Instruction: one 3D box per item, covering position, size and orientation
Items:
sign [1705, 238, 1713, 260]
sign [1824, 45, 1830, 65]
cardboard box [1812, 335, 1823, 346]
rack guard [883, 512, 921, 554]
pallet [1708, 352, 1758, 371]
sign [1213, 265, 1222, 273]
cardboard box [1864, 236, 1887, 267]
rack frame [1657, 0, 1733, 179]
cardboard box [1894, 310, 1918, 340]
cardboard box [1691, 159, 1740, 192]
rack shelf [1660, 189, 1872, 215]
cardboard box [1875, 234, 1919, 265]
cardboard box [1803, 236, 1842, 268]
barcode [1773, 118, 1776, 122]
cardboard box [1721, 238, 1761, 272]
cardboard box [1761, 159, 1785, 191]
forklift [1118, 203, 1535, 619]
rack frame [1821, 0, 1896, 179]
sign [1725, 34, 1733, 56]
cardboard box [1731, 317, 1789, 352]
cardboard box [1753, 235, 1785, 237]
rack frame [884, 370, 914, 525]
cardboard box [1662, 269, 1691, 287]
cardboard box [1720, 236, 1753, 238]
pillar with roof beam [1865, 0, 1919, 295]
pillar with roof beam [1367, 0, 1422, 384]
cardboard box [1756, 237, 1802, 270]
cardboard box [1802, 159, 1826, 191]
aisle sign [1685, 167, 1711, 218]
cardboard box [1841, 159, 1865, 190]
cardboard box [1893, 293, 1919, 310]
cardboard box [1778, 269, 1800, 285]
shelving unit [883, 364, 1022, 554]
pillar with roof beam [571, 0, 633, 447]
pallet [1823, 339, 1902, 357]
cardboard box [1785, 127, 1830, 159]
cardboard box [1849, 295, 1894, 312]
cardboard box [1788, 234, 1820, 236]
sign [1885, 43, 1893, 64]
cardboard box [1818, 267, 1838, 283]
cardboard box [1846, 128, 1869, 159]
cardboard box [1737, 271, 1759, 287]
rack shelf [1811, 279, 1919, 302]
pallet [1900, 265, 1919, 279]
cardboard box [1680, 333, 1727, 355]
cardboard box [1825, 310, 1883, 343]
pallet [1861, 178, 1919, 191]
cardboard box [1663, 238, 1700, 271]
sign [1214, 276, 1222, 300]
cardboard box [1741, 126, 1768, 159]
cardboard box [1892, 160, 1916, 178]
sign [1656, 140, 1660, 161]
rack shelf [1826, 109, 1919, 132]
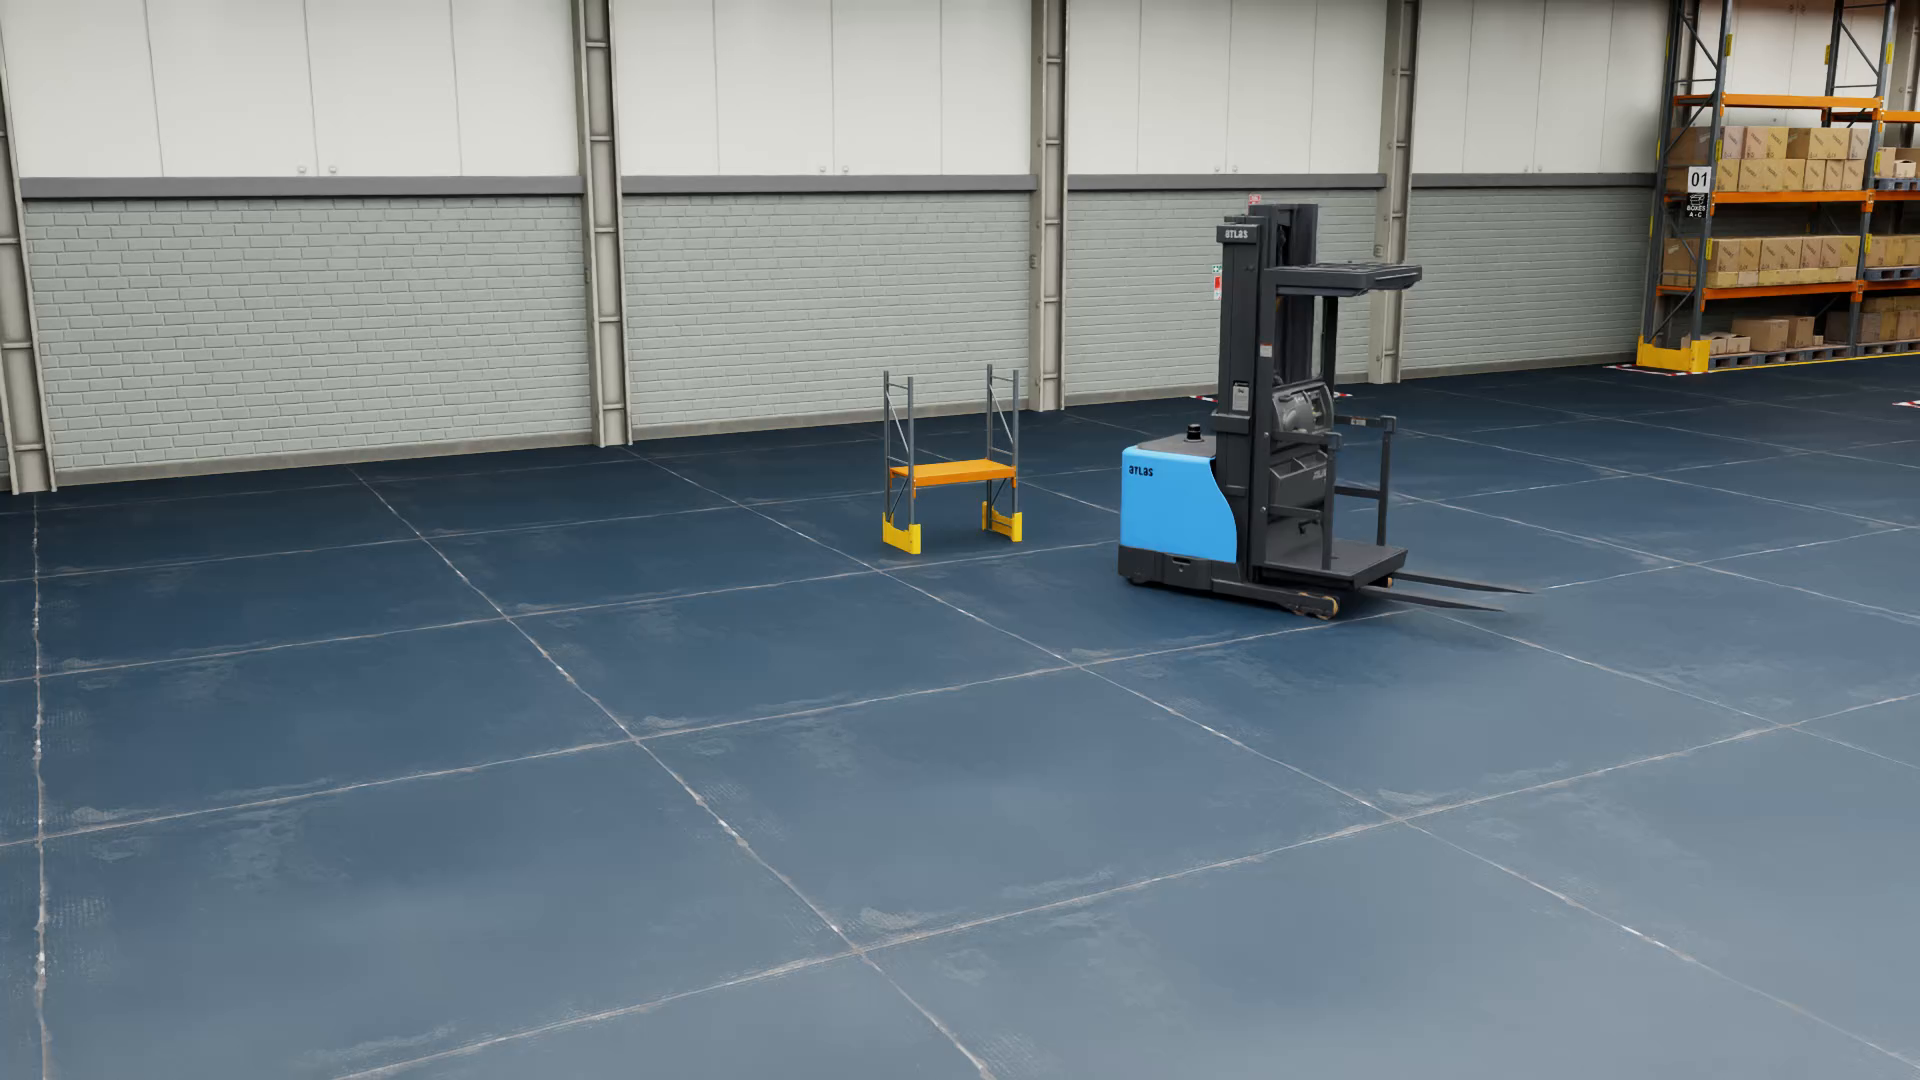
[{"bbox_3d":[11.755,-4.568,26.104,0.005,0.325,0.100,-7,14,-28],"label":"sign"},{"bbox_3d":[14.735,-8.237,28.228,0.005,0.325,0.100,-7,14,-28],"label":"sign"},{"bbox_3d":[14.551,-3.442,28.521,0.250,0.166,0.380,-9,16,-35],"label":"cardboard box"},{"bbox_3d":[-0.504,-0.062,14.313,0.087,0.250,0.587,-7,14,-28],"label":"rack guard"},{"bbox_3d":[12.292,-2.977,27.355,1.213,0.211,1.003,-7,14,-28],"label":"pallet"},{"bbox_3d":[3.715,-3.843,23.567,0.331,0.109,0.001,-7,14,-28],"label":"sign"},{"bbox_3d":[15.469,-4.982,28.683,0.500,0.500,0.700,-7,14,-28],"label":"cardboard box"},{"bbox_3d":[11.495,-7.177,26.005,0.127,3.000,1.000,-7,14,-28],"label":"rack frame"},{"bbox_3d":[16.541,-3.857,29.607,0.500,0.500,0.700,-7,14,-27],"label":"cardboard box"},{"bbox_3d":[11.909,-5.759,26.264,0.500,0.500,0.500,-6,14,-26],"label":"cardboard box"},{"bbox_3d":[13.251,-5.573,27.349,4.000,0.370,1.077,-7,14,-28],"label":"rack shelf"},{"bbox_3d":[16.526,-5.114,29.273,0.500,0.500,0.700,-5,14,-20],"label":"cardboard box"},{"bbox_3d":[14.304,-4.811,27.742,0.500,0.500,0.500,-7,14,-28],"label":"cardboard box"},{"bbox_3d":[13.580,-6.998,27.714,0.075,0.075,0.001,-7,14,-28],"label":"barcode"},{"bbox_3d":[12.497,-4.595,26.784,0.500,0.500,0.500,-7,14,-28],"label":"cardboard box"},{"bbox_3d":[12.851,-5.864,26.730,0.500,0.500,0.500,-6,14,-25],"label":"cardboard box"},{"bbox_3d":[2.728,-0.985,12.312,3.031,2.935,1.130,9,16,36],"label":"forklift"},{"bbox_3d":[15.006,-7.598,27.875,0.127,3.000,1.000,-7,14,-28],"label":"rack frame"},{"bbox_3d":[11.755,-7.567,25.429,0.005,0.325,0.100,-7,14,-28],"label":"sign"},{"bbox_3d":[13.314,-3.429,27.703,0.500,0.500,0.700,-8,15,-31],"label":"cardboard box"},{"bbox_3d":[13.598,-4.859,27.958,0.500,0.500,0.500,-6,14,-26],"label":"cardboard box"},{"bbox_3d":[-0.521,-0.669,14.167,0.032,1.500,0.500,-7,14,-28],"label":"rack frame"},{"bbox_3d":[11.813,-4.274,27.063,0.500,0.250,0.500,-7,14,-27],"label":"cardboard box"},{"bbox_3d":[12.705,-4.750,27.471,0.500,0.500,0.500,-7,15,-29],"label":"cardboard box"},{"bbox_3d":[19.024,-7.219,26.192,0.548,9.000,9.100,-7,14,-28],"label":"pillar with roof beam"},{"bbox_3d":[8.492,-5.957,20.582,0.400,9.000,9.100,-7,14,-28],"label":"pillar with roof beam"},{"bbox_3d":[13.401,-4.705,27.272,0.500,0.500,0.500,-6,14,-26],"label":"cardboard box"},{"bbox_3d":[13.763,-5.976,27.227,0.500,0.500,0.500,-7,15,-30],"label":"cardboard box"},{"bbox_3d":[11.576,-5.453,26.088,0.004,0.787,0.394,-7,14,-28],"label":"aisle sign"},{"bbox_3d":[14.679,-6.092,27.742,0.500,0.500,0.500,-6,14,-26],"label":"cardboard box"},{"bbox_3d":[16.931,-4.264,29.709,0.500,0.250,0.500,-7,14,-28],"label":"cardboard box"},{"bbox_3d":[13.419,-4.340,27.357,0.500,0.250,0.500,-7,14,-27],"label":"cardboard box"},{"bbox_3d":[-0.067,-0.724,14.409,1.083,1.500,0.587,-7,14,-28],"label":"shelving unit"},{"bbox_3d":[-2.041,-4.694,14.973,0.400,9.000,9.100,-7,14,-28],"label":"pillar with roof beam"},{"bbox_3d":[15.689,-3.393,29.205,1.213,0.211,1.003,-7,14,-28],"label":"pallet"},{"bbox_3d":[13.767,-6.459,27.097,0.500,0.500,0.500,-7,15,-30],"label":"cardboard box"},{"bbox_3d":[16.029,-4.160,29.245,0.500,0.250,0.500,-7,15,-29],"label":"cardboard box"},{"bbox_3d":[14.494,-4.965,28.425,0.500,0.500,0.500,-7,15,-29],"label":"cardboard box"},{"bbox_3d":[15.250,-7.986,27.291,0.005,0.325,0.100,-7,14,-28],"label":"sign"},{"bbox_3d":[14.294,-4.449,27.841,0.500,0.250,0.500,-7,14,-28],"label":"cardboard box"},{"bbox_3d":[14.696,-6.576,27.615,0.500,0.500,0.500,-8,15,-33],"label":"cardboard box"},{"bbox_3d":[12.525,-4.235,26.889,0.500,0.250,0.500,-7,15,-30],"label":"cardboard box"},{"bbox_3d":[16.762,-4.531,29.548,4.000,0.370,1.077,-7,14,-28],"label":"rack shelf"},{"bbox_3d":[16.799,-4.782,29.464,1.213,0.211,1.003,-7,14,-28],"label":"pallet"},{"bbox_3d":[12.146,-3.209,27.157,0.500,0.311,0.500,-9,15,-34],"label":"cardboard box"},{"bbox_3d":[15.644,-3.747,29.118,0.500,0.500,0.700,-6,14,-26],"label":"cardboard box"},{"bbox_3d":[15.599,-6.087,28.422,1.003,0.211,1.213,-7,14,-28],"label":"pallet"},{"bbox_3d":[11.807,-4.643,26.998,0.500,0.500,0.500,-7,14,-28],"label":"cardboard box"},{"bbox_3d":[3.707,-3.586,23.631,0.234,0.329,0.001,-7,14,-28],"label":"sign"},{"bbox_3d":[12.414,-6.297,26.375,0.500,0.500,0.500,-7,14,-29],"label":"cardboard box"},{"bbox_3d":[16.065,-6.403,28.643,0.500,0.311,0.500,-6,14,-26],"label":"cardboard box"},{"bbox_3d":[11.247,-6.255,26.722,0.005,0.325,0.100,-7,14,-28],"label":"sign"},{"bbox_3d":[16.762,-7.262,28.933,4.000,0.370,1.077,-7,14,-28],"label":"rack shelf"}]
